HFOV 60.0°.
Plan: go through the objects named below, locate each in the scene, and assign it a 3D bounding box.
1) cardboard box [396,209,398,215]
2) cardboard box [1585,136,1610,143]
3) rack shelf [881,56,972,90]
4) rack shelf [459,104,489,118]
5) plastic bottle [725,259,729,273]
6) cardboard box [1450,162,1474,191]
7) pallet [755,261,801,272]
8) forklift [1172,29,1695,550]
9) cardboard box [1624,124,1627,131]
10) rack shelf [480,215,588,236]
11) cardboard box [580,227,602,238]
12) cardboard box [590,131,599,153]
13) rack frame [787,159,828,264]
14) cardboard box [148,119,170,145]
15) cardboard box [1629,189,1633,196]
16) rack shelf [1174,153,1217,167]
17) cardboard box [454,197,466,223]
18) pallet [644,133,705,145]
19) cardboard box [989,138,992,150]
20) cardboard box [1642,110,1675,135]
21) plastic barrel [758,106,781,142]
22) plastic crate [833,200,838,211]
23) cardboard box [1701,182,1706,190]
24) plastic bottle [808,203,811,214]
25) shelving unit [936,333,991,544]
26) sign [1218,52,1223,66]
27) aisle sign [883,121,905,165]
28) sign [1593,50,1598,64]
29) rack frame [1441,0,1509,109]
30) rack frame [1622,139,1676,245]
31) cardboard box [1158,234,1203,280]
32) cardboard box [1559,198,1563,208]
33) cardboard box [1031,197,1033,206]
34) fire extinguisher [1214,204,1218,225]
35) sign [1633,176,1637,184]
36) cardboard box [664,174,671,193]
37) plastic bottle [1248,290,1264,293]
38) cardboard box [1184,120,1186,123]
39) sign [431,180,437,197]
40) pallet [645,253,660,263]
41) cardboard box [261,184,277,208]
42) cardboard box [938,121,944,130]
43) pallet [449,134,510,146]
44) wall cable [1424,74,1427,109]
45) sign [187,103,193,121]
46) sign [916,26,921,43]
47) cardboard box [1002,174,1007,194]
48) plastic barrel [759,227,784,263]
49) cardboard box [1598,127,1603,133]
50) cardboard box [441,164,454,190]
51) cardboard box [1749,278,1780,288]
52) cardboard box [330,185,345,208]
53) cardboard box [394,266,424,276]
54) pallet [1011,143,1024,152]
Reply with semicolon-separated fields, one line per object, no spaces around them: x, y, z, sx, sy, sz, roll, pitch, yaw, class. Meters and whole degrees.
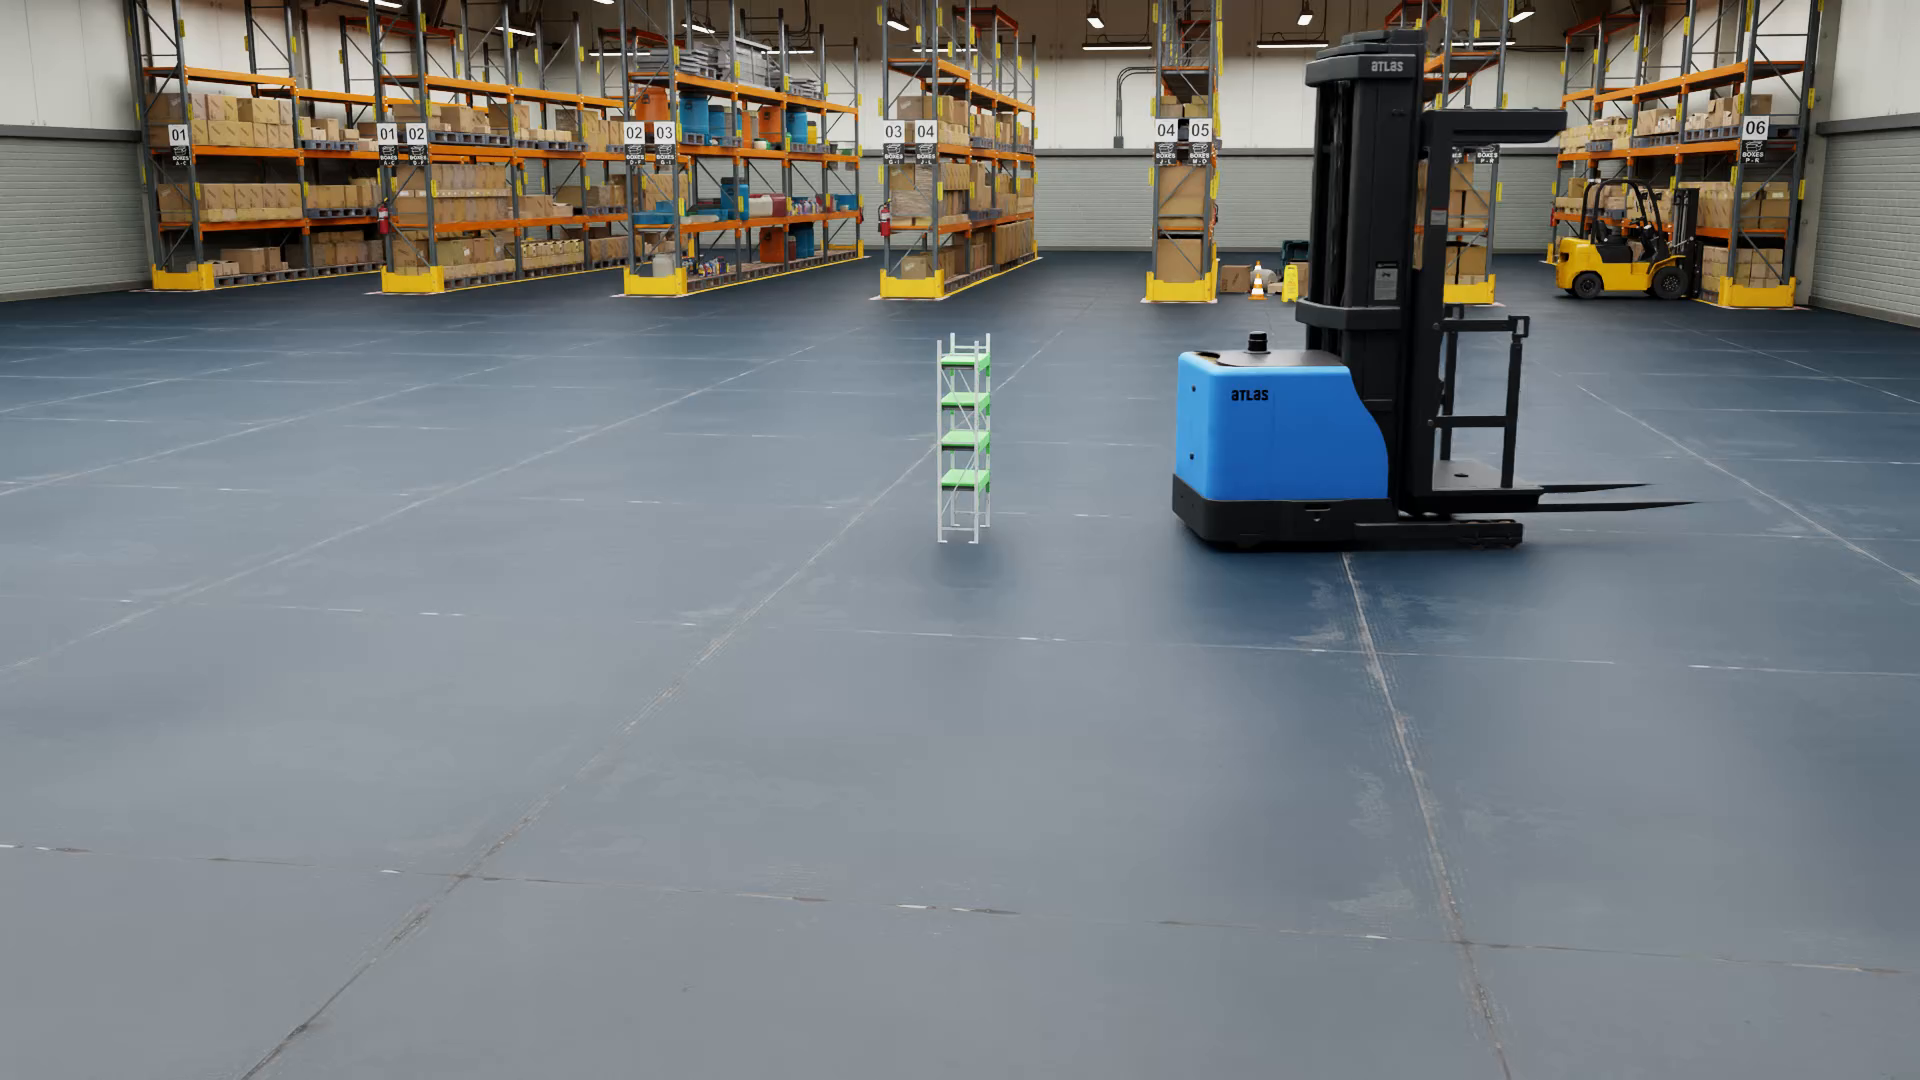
-14.080;-8.105;41.032;0.380;0.149;0.250;2;12;8;cardboard box
15.463;-9.674;40.293;0.500;0.250;0.500;2;12;9;cardboard box
-0.599;-9.006;32.139;1.077;0.370;4.000;2;12;9;rack shelf
-13.436;-11.792;46.006;1.077;0.370;4.000;2;12;9;rack shelf
-4.933;-5.780;35.097;0.061;0.283;0.133;3;12;11;plastic bottle
8.749;-6.486;29.652;0.700;0.500;0.500;2;12;7;cardboard box
-4.490;-6.639;40.296;1.003;0.211;1.213;2;12;9;pallet
2.886;-1.486;9.933;3.031;2.935;1.130;-1;12;-5;forklift
14.918;-9.117;36.763;0.380;0.149;0.250;1;12;7;cardboard box
-9.771;-7.230;38.127;1.077;0.370;4.000;2;12;9;rack shelf
-9.394;-7.784;42.104;0.500;0.250;0.500;2;12;8;cardboard box
-9.352;-9.711;40.576;0.910;0.500;0.500;2;12;9;cardboard box
-3.955;-8.669;43.098;1.000;3.000;0.127;2;12;9;rack frame
-15.776;-8.112;33.109;0.500;0.500;0.500;3;12;13;cardboard box
14.681;-7.504;35.915;0.380;0.149;0.250;2;12;10;cardboard box
5.517;-9.025;39.338;1.077;0.370;4.000;2;12;9;rack shelf
-10.452;-6.690;33.681;0.700;0.500;0.500;2;12;9;cardboard box
-5.576;-7.714;31.996;1.003;0.211;1.213;2;12;9;pallet
0.430;-8.858;37.212;0.500;0.250;0.500;2;12;8;cardboard box
14.690;-8.713;34.711;0.700;0.500;0.500;2;12;8;cardboard box
-4.480;-9.836;39.377;0.600;0.830;0.708;2;12;9;plastic barrel
-3.538;-8.952;44.552;0.437;0.282;0.530;2;12;9;plastic crate
13.944;-6.546;30.764;0.380;0.149;0.250;2;12;8;cardboard box
-3.830;-8.335;41.842;0.152;0.276;0.135;2;12;9;plastic bottle
0.025;-0.621;10.027;0.258;1.200;0.503;2;12;9;shelving unit
6.374;-11.777;40.686;0.100;0.325;0.005;2;12;9;sign
-1.212;-7.278;30.474;0.394;0.787;0.004;2;12;9;aisle sign
15.103;-11.477;39.482;0.100;0.325;0.005;2;12;9;sign
8.886;-8.622;28.641;1.000;3.000;0.127;2;12;9;rack frame
15.021;-7.195;36.258;1.000;3.000;0.127;2;12;9;rack frame
4.294;-5.512;32.494;0.875;0.875;0.875;2;12;9;cardboard box
15.838;-8.741;43.085;0.500;0.250;0.500;2;12;9;cardboard box
1.742;-9.304;45.694;0.500;0.250;0.500;2;12;8;cardboard box
6.935;-8.977;45.596;0.296;0.674;0.183;2;12;9;fire extinguisher
16.185;-8.576;39.919;0.100;0.325;0.005;2;12;9;sign
-8.261;-9.779;45.638;0.500;0.500;0.500;2;12;10;cardboard box
5.724;-4.804;32.140;0.283;0.061;0.133;-2;12;-11;plastic bottle
4.089;-8.151;31.992;0.500;0.250;0.500;2;12;8;cardboard box
-10.147;-6.775;32.067;0.100;0.325;0.005;2;12;9;sign
-8.742;-7.610;44.804;1.003;0.211;1.213;2;12;9;pallet
-14.901;-7.311;35.324;0.500;0.500;0.500;2;12;7;cardboard box
-0.500;-7.699;30.888;0.380;0.149;0.250;2;12;10;cardboard box
-10.185;-8.409;34.985;1.003;0.211;1.213;2;12;9;pallet
12.686;-13.121;49.517;2.355;3.000;0.029;2;12;9;wall cable
-15.053;-8.368;32.507;0.100;0.325;0.005;2;12;9;sign
-0.840;-10.327;33.957;0.100;0.325;0.005;2;12;9;sign
0.732;-8.772;40.958;0.797;0.503;0.637;2;12;9;cardboard box
-4.512;-7.083;39.894;0.600;0.830;0.708;2;12;9;plastic barrel
15.092;-9.559;38.763;0.380;0.149;0.250;2;12;8;cardboard box
-10.526;-7.233;33.117;0.700;0.500;0.500;2;12;7;cardboard box
14.060;-4.486;29.221;0.500;0.250;0.500;2;12;9;cardboard box
-14.699;-7.948;38.470;0.700;0.500;0.500;4;13;16;cardboard box
-10.904;-5.315;33.064;0.500;0.250;0.500;2;12;9;cardboard box
1.075;-10.101;42.836;1.003;0.211;1.213;2;12;9;pallet
